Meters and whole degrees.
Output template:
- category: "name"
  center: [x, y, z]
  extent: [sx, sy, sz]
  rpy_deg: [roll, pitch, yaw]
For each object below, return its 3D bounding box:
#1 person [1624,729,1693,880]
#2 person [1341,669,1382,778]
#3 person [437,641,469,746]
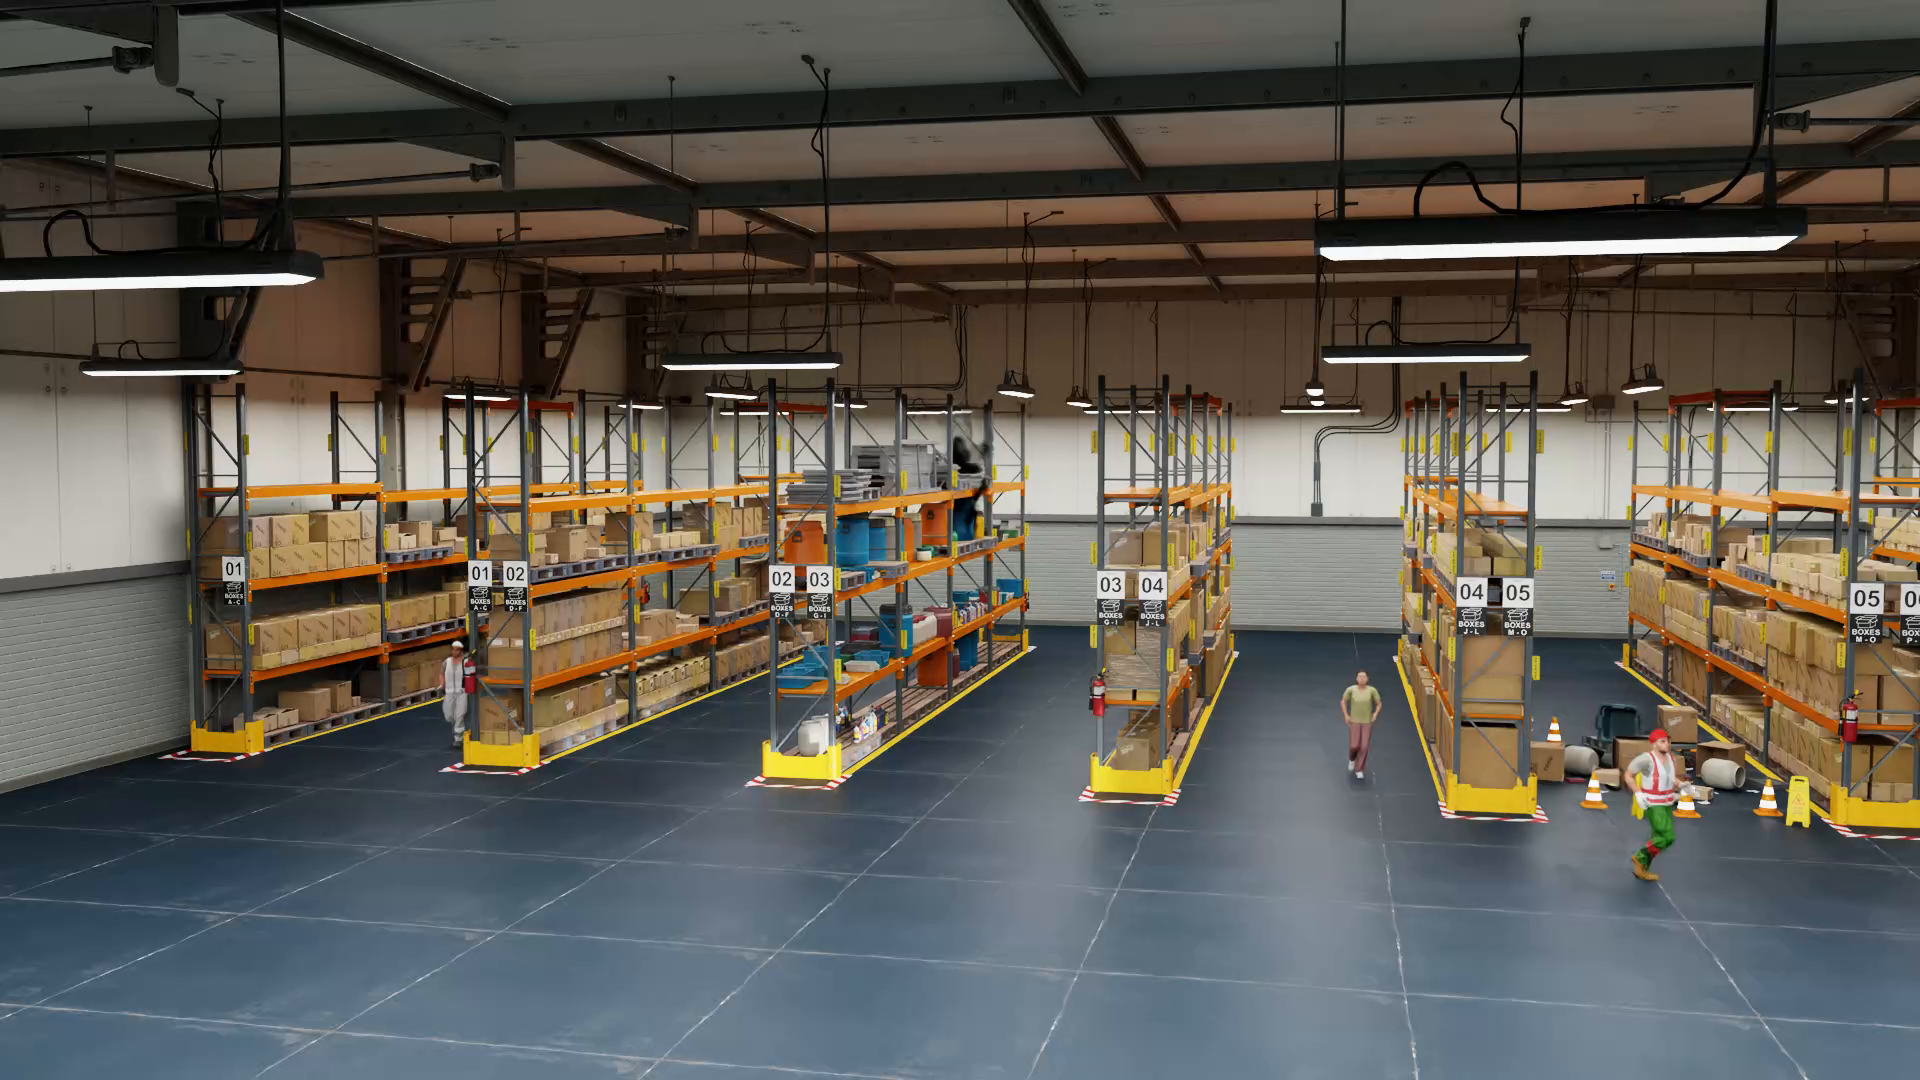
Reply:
- category: "person"
  center: [8.011, 3.030, 18.971]
  extent: [0.631, 1.748, 0.612]
  rpy_deg: [-2, 4, -31]
- category: "person"
  center: [6.054, 2.755, 25.048]
  extent: [0.593, 1.638, 0.538]
  rpy_deg: [0, 3, 8]
- category: "person"
  center: [-8.362, 2.552, 27.684]
  extent: [0.658, 1.738, 0.600]
  rpy_deg: [0, 3, -1]
